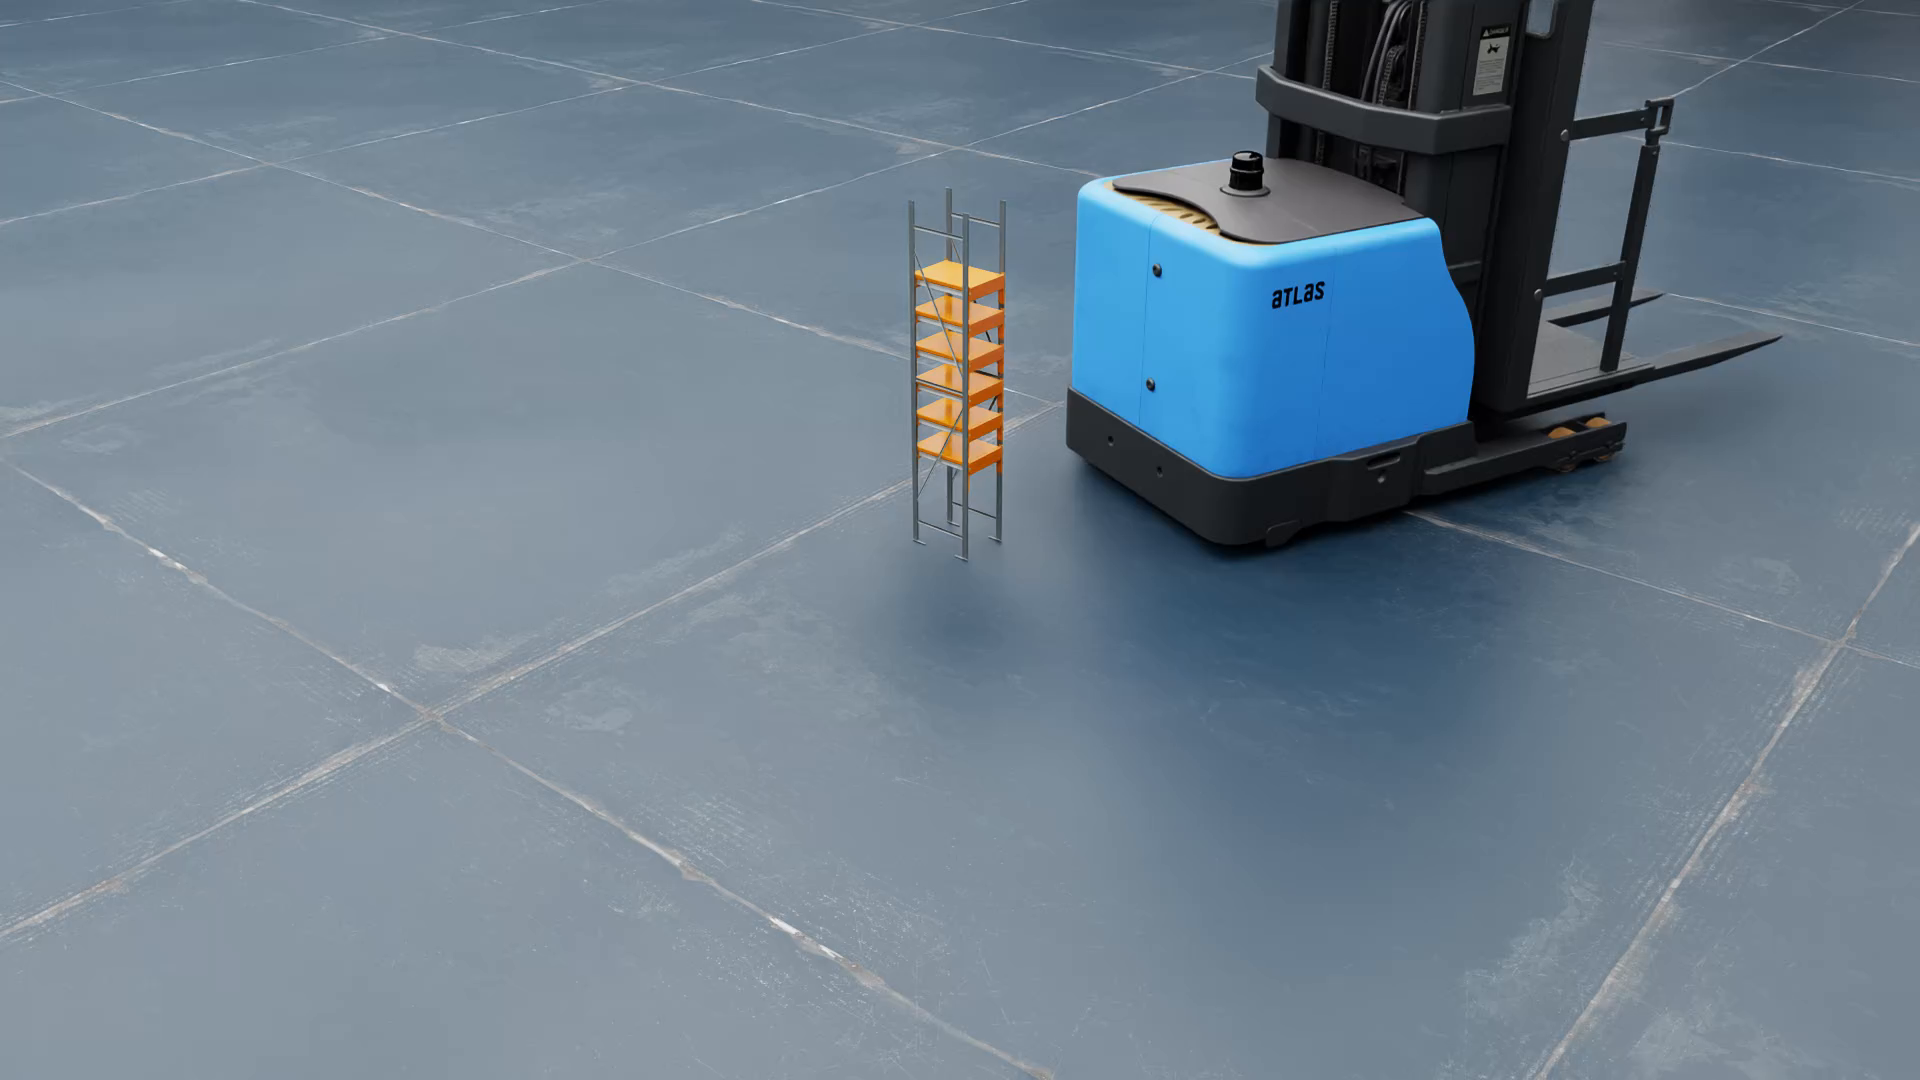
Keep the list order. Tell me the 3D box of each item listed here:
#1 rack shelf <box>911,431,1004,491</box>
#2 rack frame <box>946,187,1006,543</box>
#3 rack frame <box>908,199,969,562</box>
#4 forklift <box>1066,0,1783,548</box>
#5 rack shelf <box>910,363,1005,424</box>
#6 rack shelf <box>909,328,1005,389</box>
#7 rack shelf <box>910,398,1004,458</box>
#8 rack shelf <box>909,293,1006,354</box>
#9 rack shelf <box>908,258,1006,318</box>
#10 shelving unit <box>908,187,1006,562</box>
[{"bbox_3d":[-0.009,-0.275,5.595,0.258,0.103,0.180,21,34,34],"label":"rack shelf"},{"bbox_3d":[0.049,-0.560,5.527,0.240,1.200,0.006,21,34,34],"label":"rack frame"},{"bbox_3d":[-0.067,-0.495,5.402,0.240,1.200,0.006,21,34,34],"label":"rack frame"},{"bbox_3d":[1.940,-1.752,5.946,3.031,2.935,1.130,-14,31,-26],"label":"forklift"},{"bbox_3d":[-0.009,-0.488,5.485,0.258,0.103,0.180,21,34,34],"label":"rack shelf"},{"bbox_3d":[-0.009,-0.595,5.430,0.258,0.103,0.180,21,34,34],"label":"rack shelf"},{"bbox_3d":[-0.009,-0.382,5.540,0.258,0.103,0.180,21,34,34],"label":"rack shelf"},{"bbox_3d":[-0.009,-0.701,5.375,0.258,0.103,0.180,21,34,34],"label":"rack shelf"},{"bbox_3d":[-0.009,-0.808,5.319,0.258,0.103,0.180,21,34,34],"label":"rack shelf"},{"bbox_3d":[-0.009,-0.528,5.464,0.258,1.200,0.189,21,34,34],"label":"shelving unit"}]
